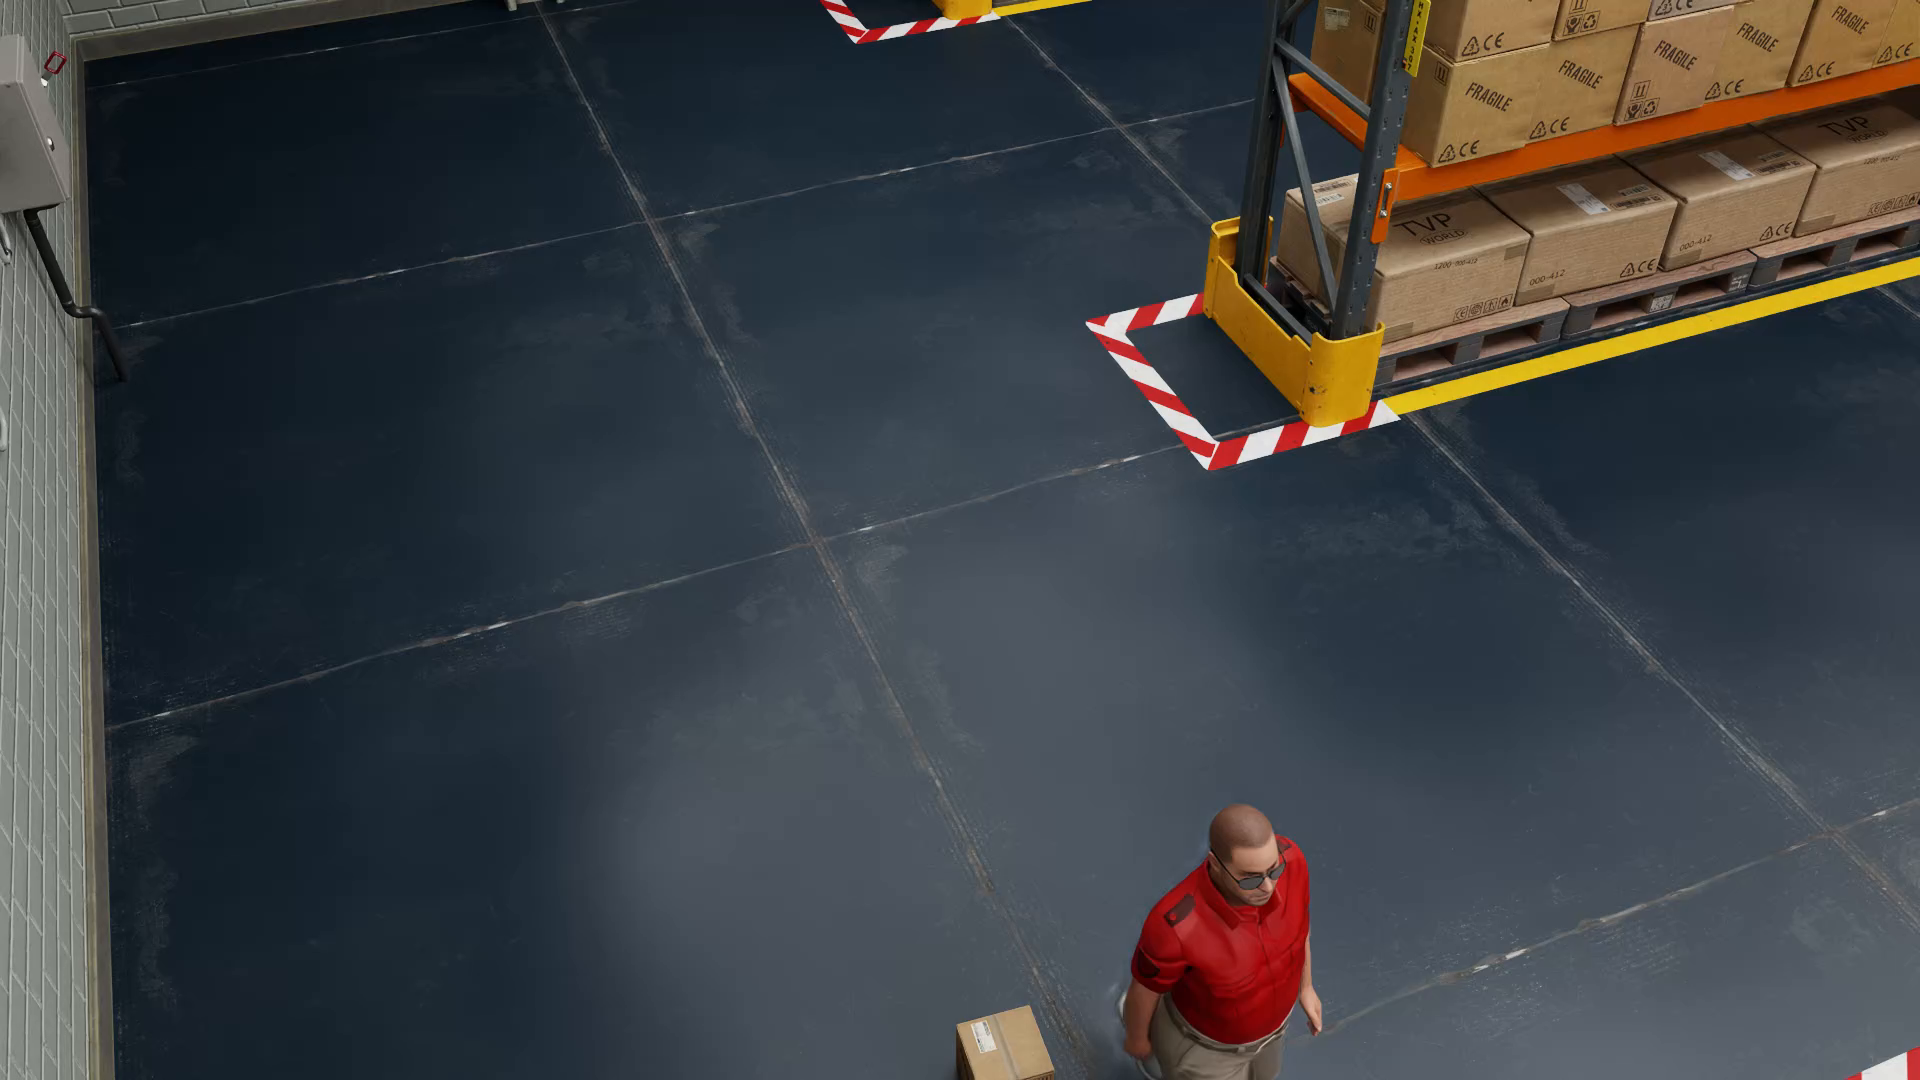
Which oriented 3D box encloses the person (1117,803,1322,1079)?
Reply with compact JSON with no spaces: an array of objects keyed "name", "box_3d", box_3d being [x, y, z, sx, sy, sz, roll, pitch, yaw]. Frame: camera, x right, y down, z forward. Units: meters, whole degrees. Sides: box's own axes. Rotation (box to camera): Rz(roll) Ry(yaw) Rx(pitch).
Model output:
[{"name":"person","box_3d":[0.712,1.303,4.673,0.551,1.696,0.809,-29,49,-28]}]
